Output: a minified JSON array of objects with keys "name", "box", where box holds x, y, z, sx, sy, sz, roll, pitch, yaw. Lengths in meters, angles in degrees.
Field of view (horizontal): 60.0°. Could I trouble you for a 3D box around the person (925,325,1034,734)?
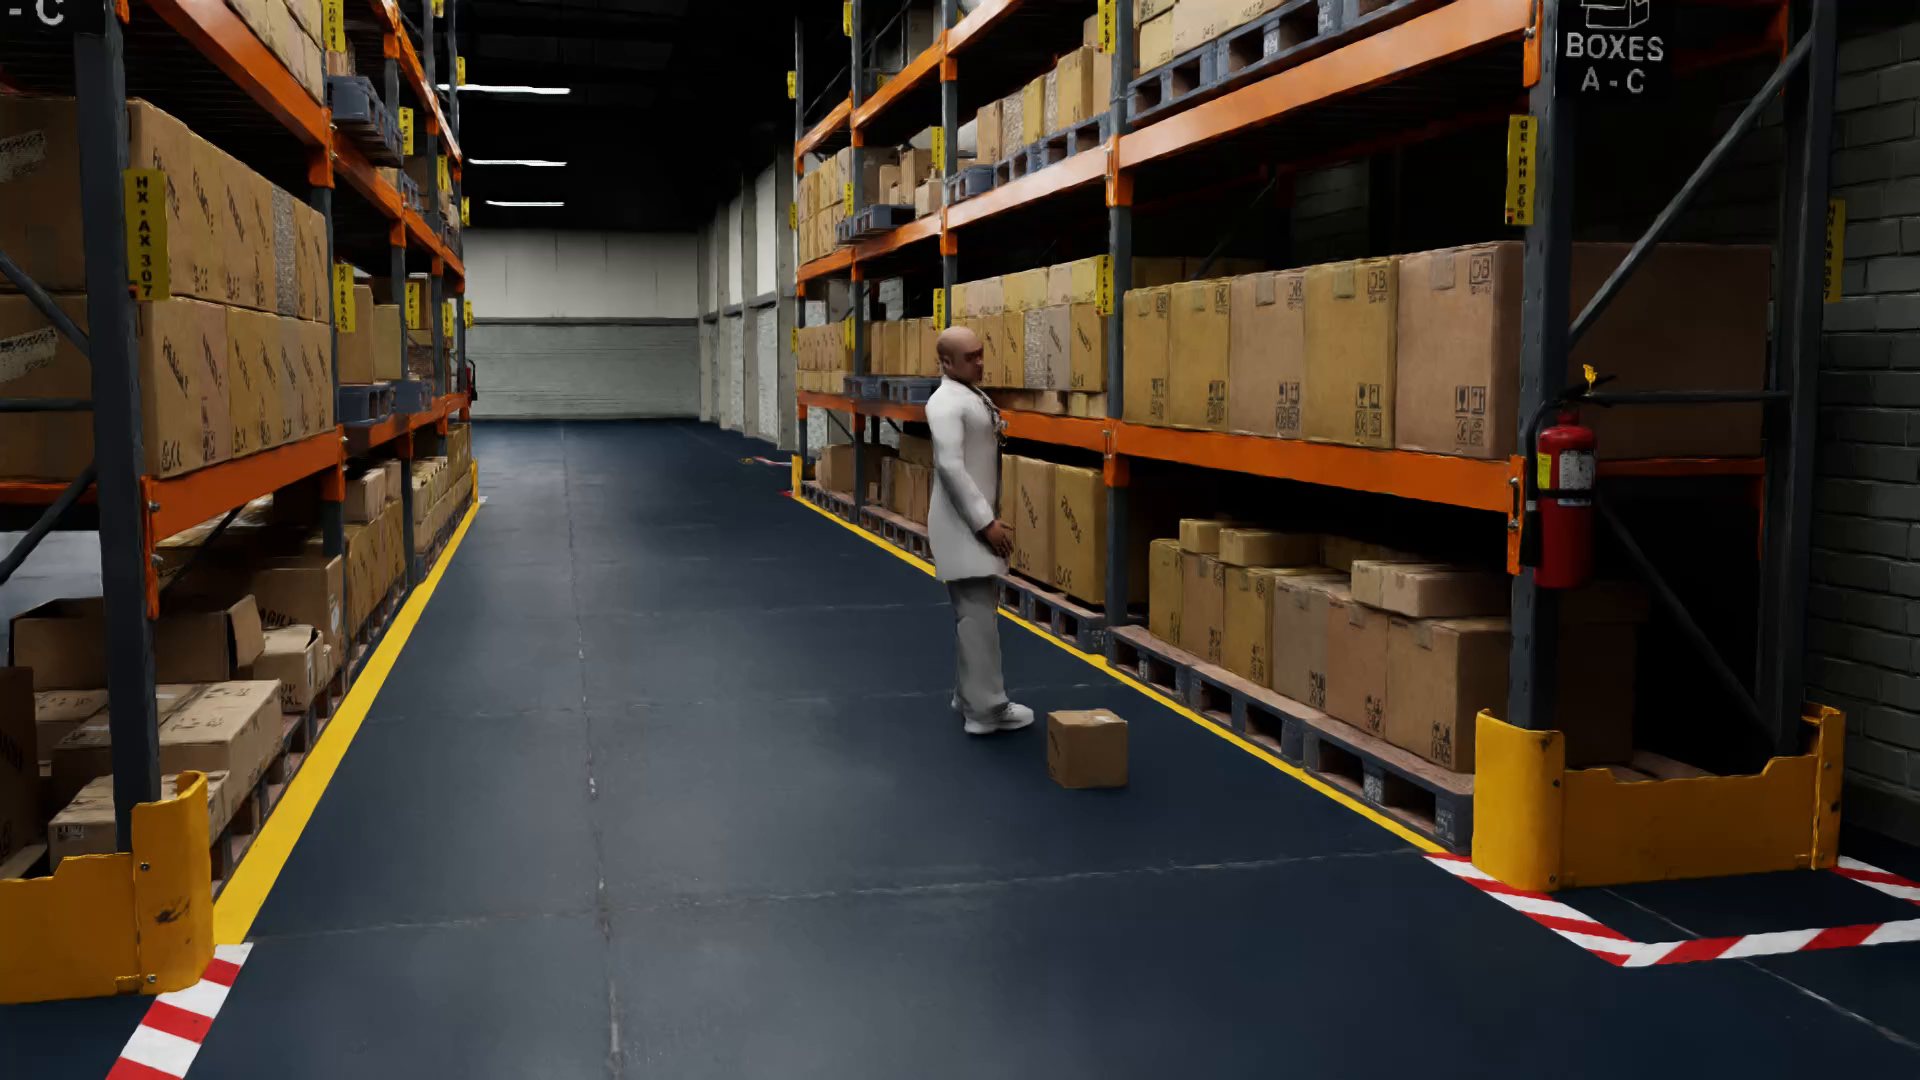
[{"name":"person","box":[0.098,-0.047,7.347,0.464,1.788,0.642,1,6,10]}]
